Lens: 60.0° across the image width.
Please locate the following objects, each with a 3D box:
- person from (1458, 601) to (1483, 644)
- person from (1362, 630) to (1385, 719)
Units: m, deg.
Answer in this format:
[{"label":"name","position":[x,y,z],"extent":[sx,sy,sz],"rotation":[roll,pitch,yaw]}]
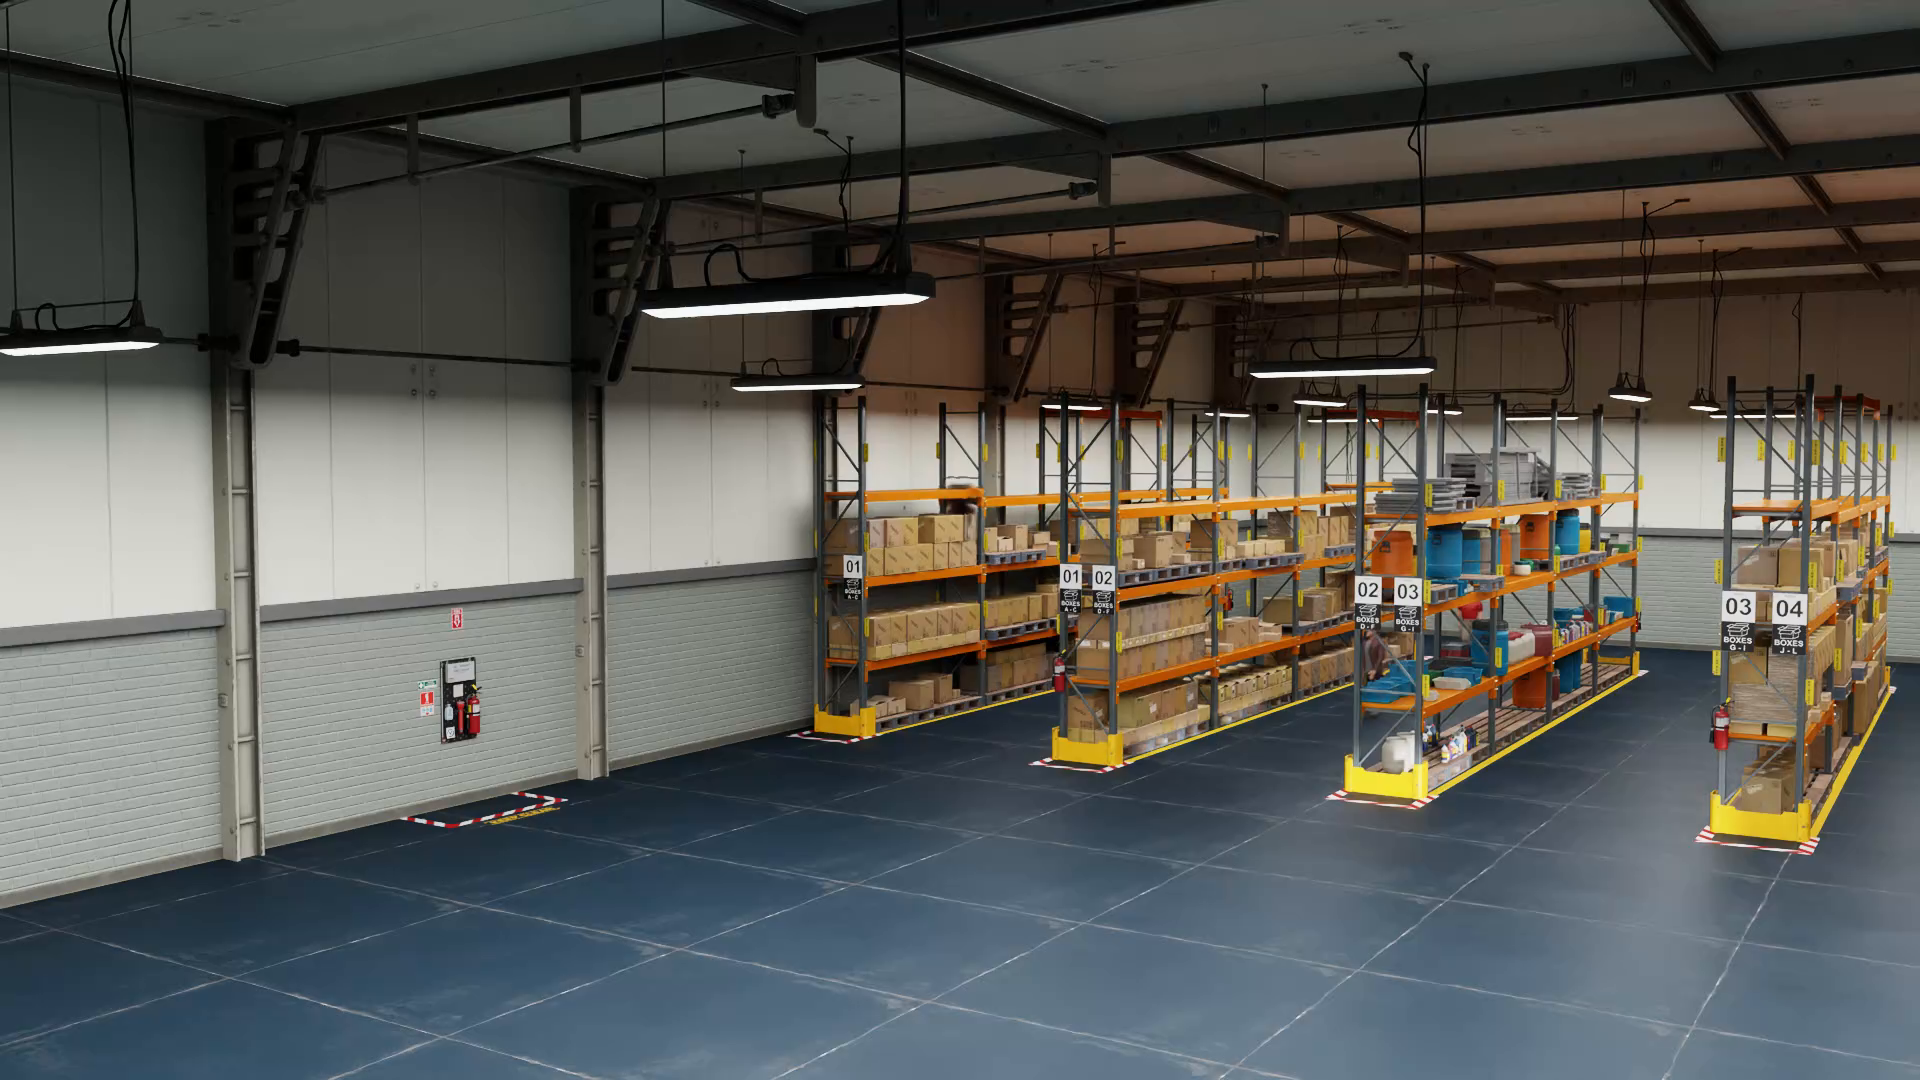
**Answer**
[{"label":"person","position":[12.267,2.052,39.972],"extent":[0.559,1.752,0.528],"rotation":[1,3,12]},{"label":"person","position":[7.699,2.480,31.173],"extent":[0.530,1.769,0.960],"rotation":[1,3,21]}]
